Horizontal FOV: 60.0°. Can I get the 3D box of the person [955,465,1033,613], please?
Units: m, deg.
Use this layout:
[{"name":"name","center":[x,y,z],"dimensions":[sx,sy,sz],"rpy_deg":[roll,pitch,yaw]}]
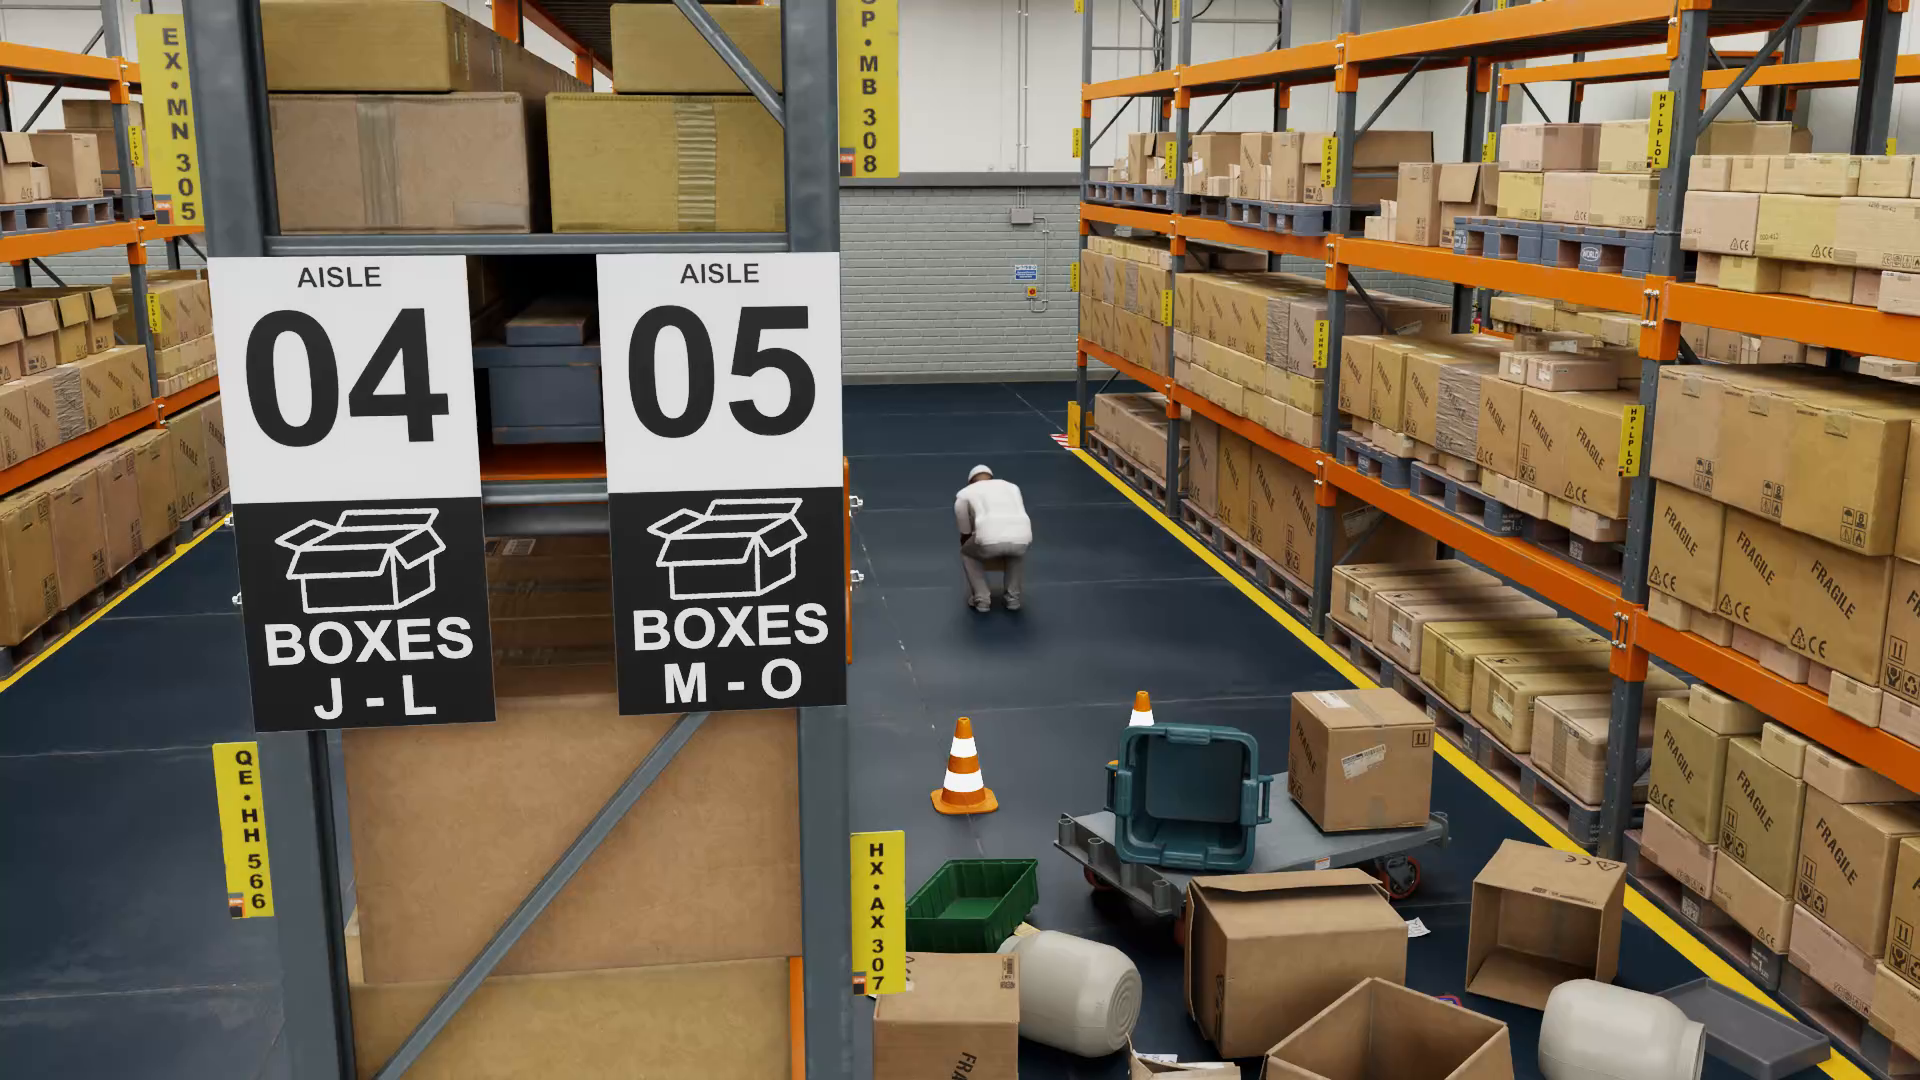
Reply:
[{"name":"person","center":[0.239,-0.009,12.648],"dimensions":[0.533,1.014,0.905],"rpy_deg":[-2,13,-10]}]
